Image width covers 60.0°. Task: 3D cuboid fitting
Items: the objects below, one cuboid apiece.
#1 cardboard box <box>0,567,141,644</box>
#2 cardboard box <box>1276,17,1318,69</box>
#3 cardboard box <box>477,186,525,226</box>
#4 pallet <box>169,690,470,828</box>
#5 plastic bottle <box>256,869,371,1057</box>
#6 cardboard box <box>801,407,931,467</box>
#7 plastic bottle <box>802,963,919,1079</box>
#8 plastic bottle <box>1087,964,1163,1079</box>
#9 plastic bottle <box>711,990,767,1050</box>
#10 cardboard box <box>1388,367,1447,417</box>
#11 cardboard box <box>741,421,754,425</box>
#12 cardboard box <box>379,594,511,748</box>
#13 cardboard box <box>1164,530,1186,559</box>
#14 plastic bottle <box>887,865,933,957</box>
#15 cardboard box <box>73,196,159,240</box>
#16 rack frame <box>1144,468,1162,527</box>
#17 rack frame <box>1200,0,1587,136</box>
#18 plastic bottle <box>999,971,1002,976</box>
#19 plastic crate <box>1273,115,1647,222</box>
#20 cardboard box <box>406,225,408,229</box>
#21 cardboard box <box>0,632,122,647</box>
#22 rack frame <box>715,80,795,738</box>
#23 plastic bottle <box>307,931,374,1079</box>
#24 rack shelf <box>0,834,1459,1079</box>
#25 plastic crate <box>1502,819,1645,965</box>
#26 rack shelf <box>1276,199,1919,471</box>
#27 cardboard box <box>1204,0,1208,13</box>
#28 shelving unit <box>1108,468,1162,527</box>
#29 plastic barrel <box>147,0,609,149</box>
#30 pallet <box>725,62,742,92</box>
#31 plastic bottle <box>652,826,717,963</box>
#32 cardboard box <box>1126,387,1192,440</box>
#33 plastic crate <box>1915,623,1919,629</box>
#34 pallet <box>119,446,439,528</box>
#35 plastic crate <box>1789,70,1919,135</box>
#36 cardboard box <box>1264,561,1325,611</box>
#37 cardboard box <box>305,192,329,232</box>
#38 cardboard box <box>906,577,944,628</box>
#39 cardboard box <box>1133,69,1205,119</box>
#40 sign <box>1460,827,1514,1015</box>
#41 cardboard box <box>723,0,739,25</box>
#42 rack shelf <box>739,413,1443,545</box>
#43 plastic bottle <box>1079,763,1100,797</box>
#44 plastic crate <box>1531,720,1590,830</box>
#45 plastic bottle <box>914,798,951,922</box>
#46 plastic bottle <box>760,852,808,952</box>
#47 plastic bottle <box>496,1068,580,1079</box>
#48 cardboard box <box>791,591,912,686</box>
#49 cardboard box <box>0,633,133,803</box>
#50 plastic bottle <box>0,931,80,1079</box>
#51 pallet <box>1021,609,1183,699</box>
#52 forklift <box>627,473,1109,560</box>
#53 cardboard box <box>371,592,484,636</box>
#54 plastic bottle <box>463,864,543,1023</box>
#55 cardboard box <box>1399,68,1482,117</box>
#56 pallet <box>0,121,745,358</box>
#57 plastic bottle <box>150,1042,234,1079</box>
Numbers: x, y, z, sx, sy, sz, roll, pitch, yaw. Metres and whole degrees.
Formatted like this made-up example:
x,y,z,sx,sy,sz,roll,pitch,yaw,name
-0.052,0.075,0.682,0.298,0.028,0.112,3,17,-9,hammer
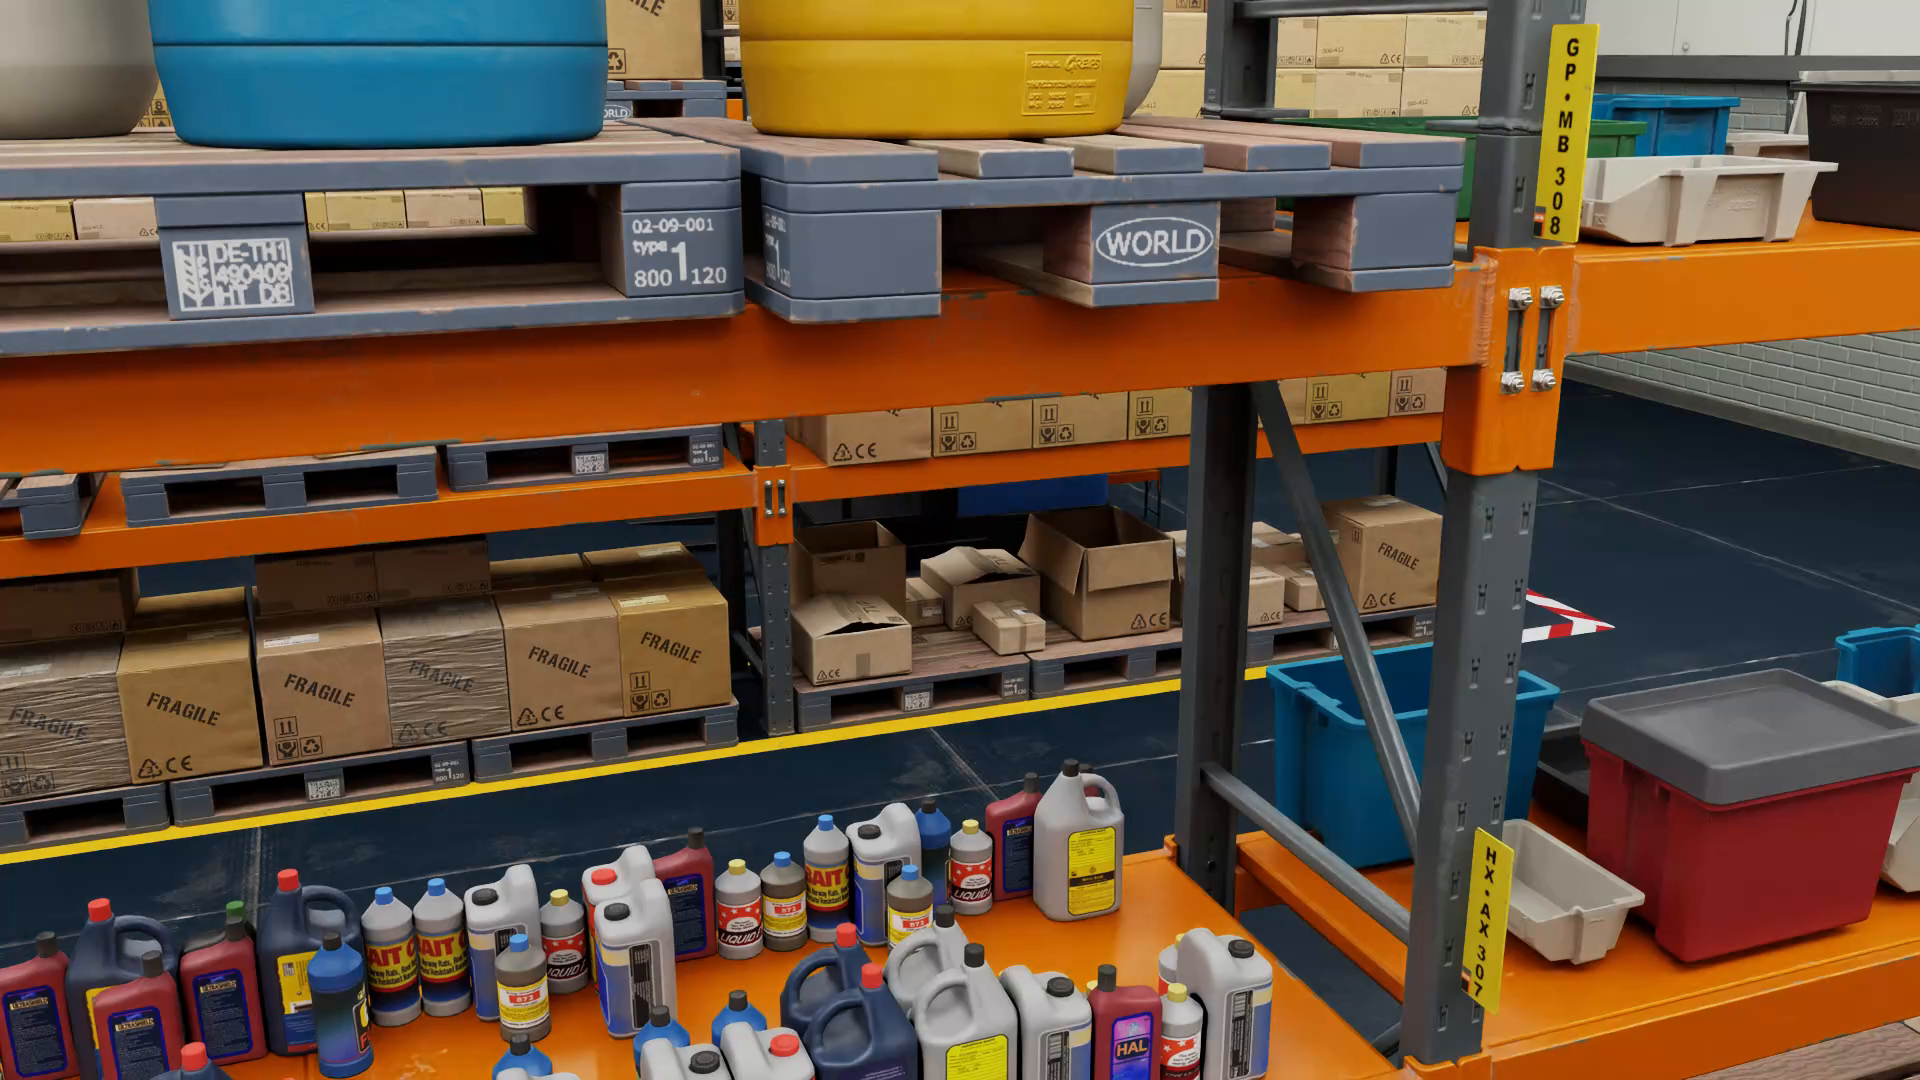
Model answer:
x,y,z,sx,sy,sz,roll,pitch,yaw,name
-3.920,0.234,7.303,0.500,0.250,0.500,-5,17,-18,cardboard box
1.387,-2.427,8.094,0.500,0.250,0.500,-6,17,-20,cardboard box
-3.145,-2.384,11.821,0.500,0.250,0.500,-6,17,-19,cardboard box
-2.912,0.919,7.595,1.213,0.211,1.003,-6,17,-20,pallet
-1.238,0.790,3.172,0.185,0.351,0.144,-6,17,-20,plastic bottle
-0.451,-0.663,7.854,0.500,0.500,0.500,-6,17,-19,cardboard box
-0.170,0.889,2.833,0.185,0.351,0.144,-6,17,-20,plastic bottle
0.292,0.885,2.970,0.133,0.283,0.061,-6,17,-20,plastic bottle
-0.382,0.912,2.898,0.097,0.271,0.097,0,16,0,plastic bottle
2.390,-0.970,8.899,0.500,0.500,0.500,-6,17,-18,cardboard box
-1.596,-1.039,13.002,0.500,0.500,0.700,-6,18,-21,cardboard box
-2.316,0.576,7.468,0.500,0.500,0.500,-6,17,-19,cardboard box
1.167,0.151,9.361,0.500,0.250,0.500,-6,17,-20,cardboard box
-0.104,0.778,3.478,0.097,0.201,0.097,0,16,0,plastic bottle
-5.518,-2.127,10.947,0.500,0.250,0.500,-6,18,-21,cardboard box
1.328,-0.695,11.337,0.015,1.200,0.240,-5,17,-17,rack frame
0.744,-2.210,2.653,0.127,3.000,1.000,-6,17,-20,rack frame
0.089,0.894,3.081,0.097,0.201,0.097,0,16,0,plastic bottle
1.032,-0.791,3.522,0.662,0.188,0.450,-6,17,-20,plastic crate
-4.087,-1.923,11.583,0.500,0.500,0.500,-6,17,-20,cardboard box
-3.971,0.600,7.386,0.500,0.500,0.500,-5,17,-18,cardboard box
-1.025,-0.635,7.938,0.127,3.000,1.000,-6,17,-20,rack frame
-1.154,0.855,3.090,0.097,0.271,0.097,0,16,0,plastic bottle
-1.123,1.215,2.913,4.000,0.370,1.077,-6,17,-20,rack shelf
1.230,0.757,3.559,0.243,0.136,0.396,-6,17,-20,plastic crate
2.612,-0.627,3.864,4.000,0.370,1.077,-6,17,-20,rack shelf
1.311,-2.843,8.179,0.500,0.500,0.700,-6,17,-20,cardboard box
1.096,-0.675,11.266,0.503,1.200,0.258,-5,17,-17,shelving unit
-0.795,-1.001,2.223,0.708,0.901,0.600,-6,17,-20,plastic barrel
-2.033,-3.415,12.236,1.213,0.211,1.003,-6,17,-20,pallet
-0.580,0.739,3.466,0.133,0.283,0.061,-6,17,-20,plastic bottle
0.968,-0.817,8.379,0.500,0.500,0.500,-6,18,-21,cardboard box
2.901,0.388,4.645,0.300,0.233,0.416,-6,17,-20,plastic crate
-2.946,-0.337,7.263,1.213,0.211,1.003,-6,17,-20,pallet
2.299,-0.975,3.981,0.530,0.282,0.437,-6,17,-20,plastic crate
1.880,0.247,9.182,0.250,0.166,0.380,-6,17,-20,cardboard box
-4.578,-2.232,11.303,0.500,0.250,0.500,-7,18,-21,cardboard box
-0.266,0.336,8.910,0.250,0.149,0.380,-6,17,-20,cardboard box
0.919,-2.137,7.994,0.500,0.250,0.500,-6,17,-20,cardboard box
0.939,0.681,2.966,0.005,0.325,0.100,-6,17,-20,sign
-1.557,-3.966,11.970,0.500,0.500,0.500,-7,18,-21,cardboard box
0.843,-0.492,8.726,4.000,0.370,1.077,-6,17,-20,rack shelf
0.249,0.649,3.771,0.133,0.283,0.061,-6,17,-20,plastic bottle
1.693,0.588,4.154,0.590,0.125,0.437,-6,17,-20,plastic crate
-0.068,0.695,3.638,0.097,0.271,0.097,0,16,0,plastic bottle
-0.375,0.761,3.534,0.097,0.201,0.097,0,16,0,plastic bottle
-0.662,0.977,2.667,0.135,0.276,0.152,-6,17,-20,plastic bottle
-0.555,0.458,8.205,0.500,0.311,0.500,-6,17,-20,cardboard box
-3.746,0.731,6.940,0.500,0.500,0.500,-7,18,-22,cardboard box
-1.699,0.859,3.055,0.133,0.283,0.061,-6,17,-20,plastic bottle
0.758,0.510,8.988,1.213,0.211,1.003,-6,17,-20,pallet
-0.600,-1.352,10.500,3.031,2.935,1.130,-5,17,-17,forklift
-2.527,0.443,7.922,0.500,0.500,0.500,-6,17,-19,cardboard box
-0.906,0.791,3.301,0.135,0.276,0.152,-6,17,-20,plastic bottle
2.325,-2.285,8.497,0.500,0.250,0.500,-6,17,-20,cardboard box
-1.011,-0.460,2.354,1.213,0.211,1.003,-6,17,-20,pallet
-1.206,0.955,2.608,0.185,0.351,0.144,-6,17,-20,plastic bottle
